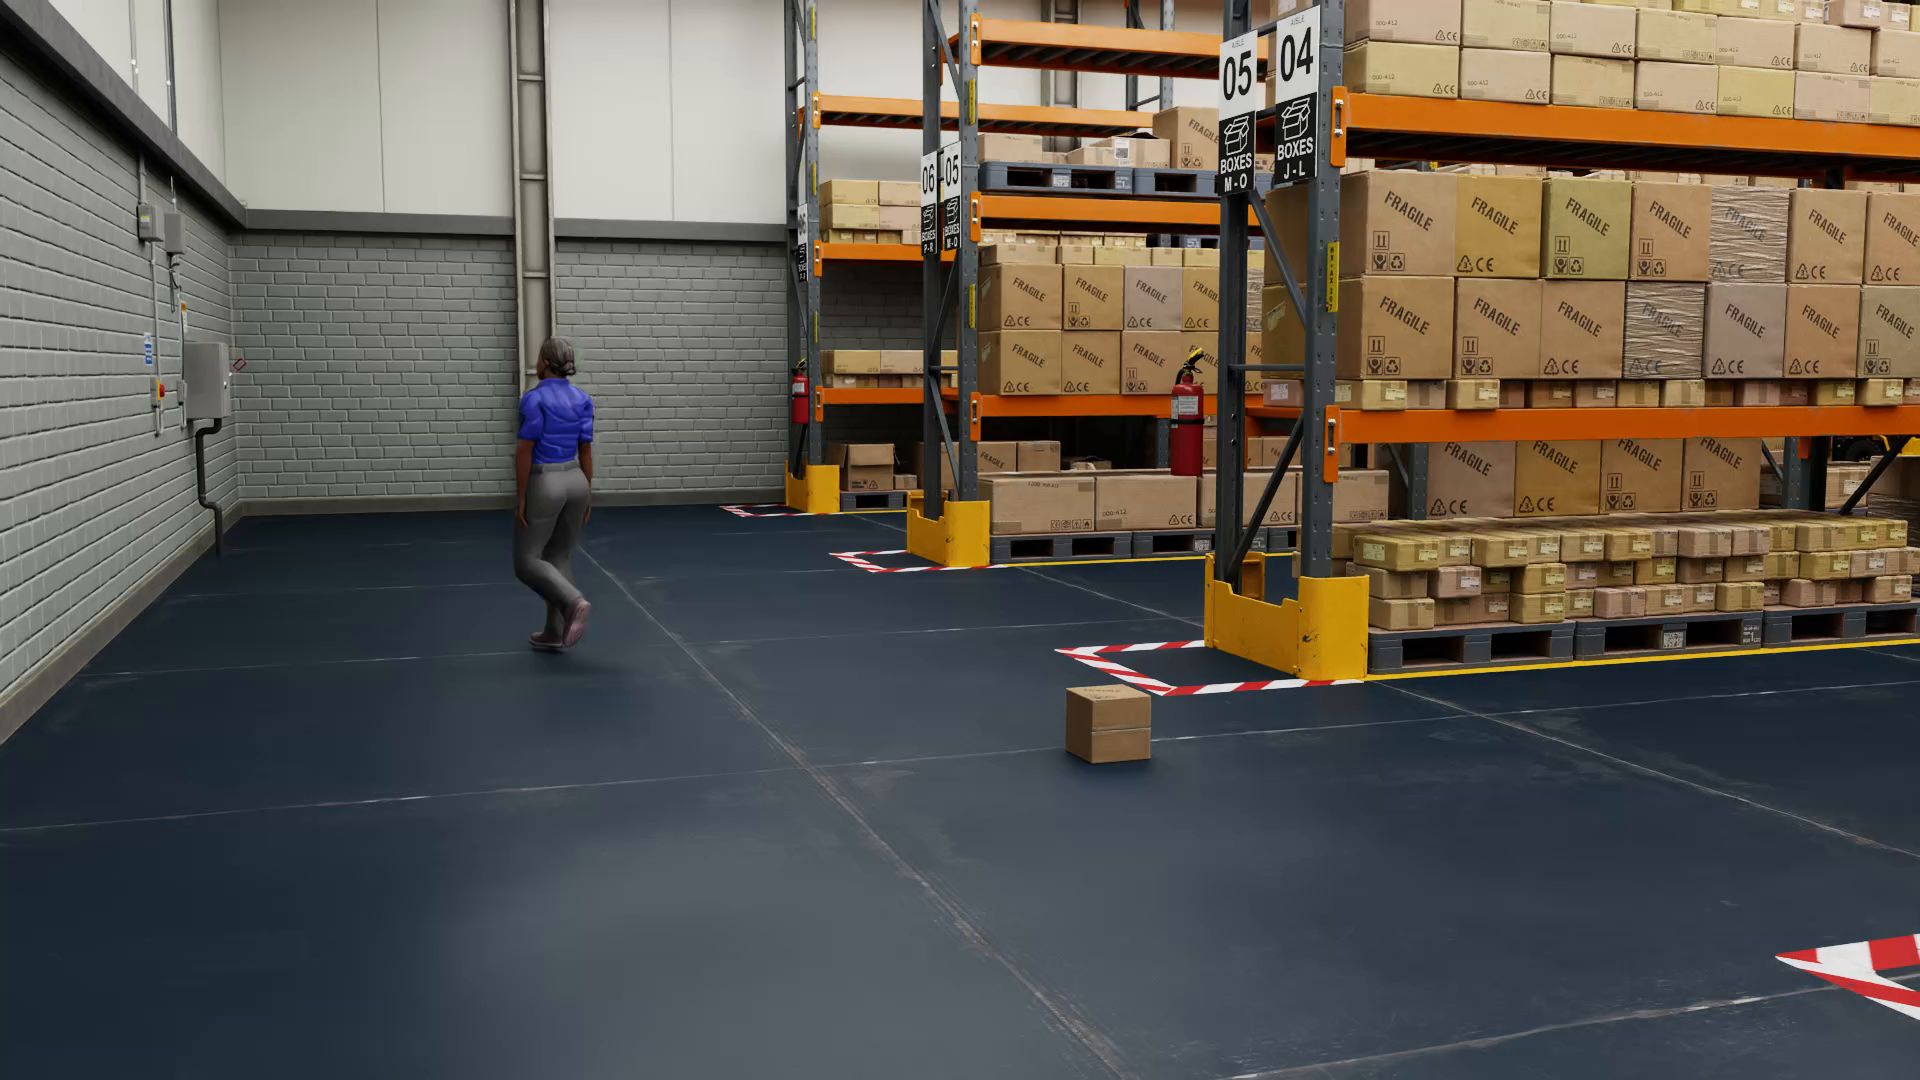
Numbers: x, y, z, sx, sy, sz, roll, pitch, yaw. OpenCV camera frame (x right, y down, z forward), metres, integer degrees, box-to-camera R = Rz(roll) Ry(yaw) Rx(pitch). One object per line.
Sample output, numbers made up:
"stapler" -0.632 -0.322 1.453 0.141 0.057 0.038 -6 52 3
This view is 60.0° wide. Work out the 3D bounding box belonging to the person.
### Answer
"person" -2.102 -0.230 8.672 0.653 1.636 0.449 5 8 40
